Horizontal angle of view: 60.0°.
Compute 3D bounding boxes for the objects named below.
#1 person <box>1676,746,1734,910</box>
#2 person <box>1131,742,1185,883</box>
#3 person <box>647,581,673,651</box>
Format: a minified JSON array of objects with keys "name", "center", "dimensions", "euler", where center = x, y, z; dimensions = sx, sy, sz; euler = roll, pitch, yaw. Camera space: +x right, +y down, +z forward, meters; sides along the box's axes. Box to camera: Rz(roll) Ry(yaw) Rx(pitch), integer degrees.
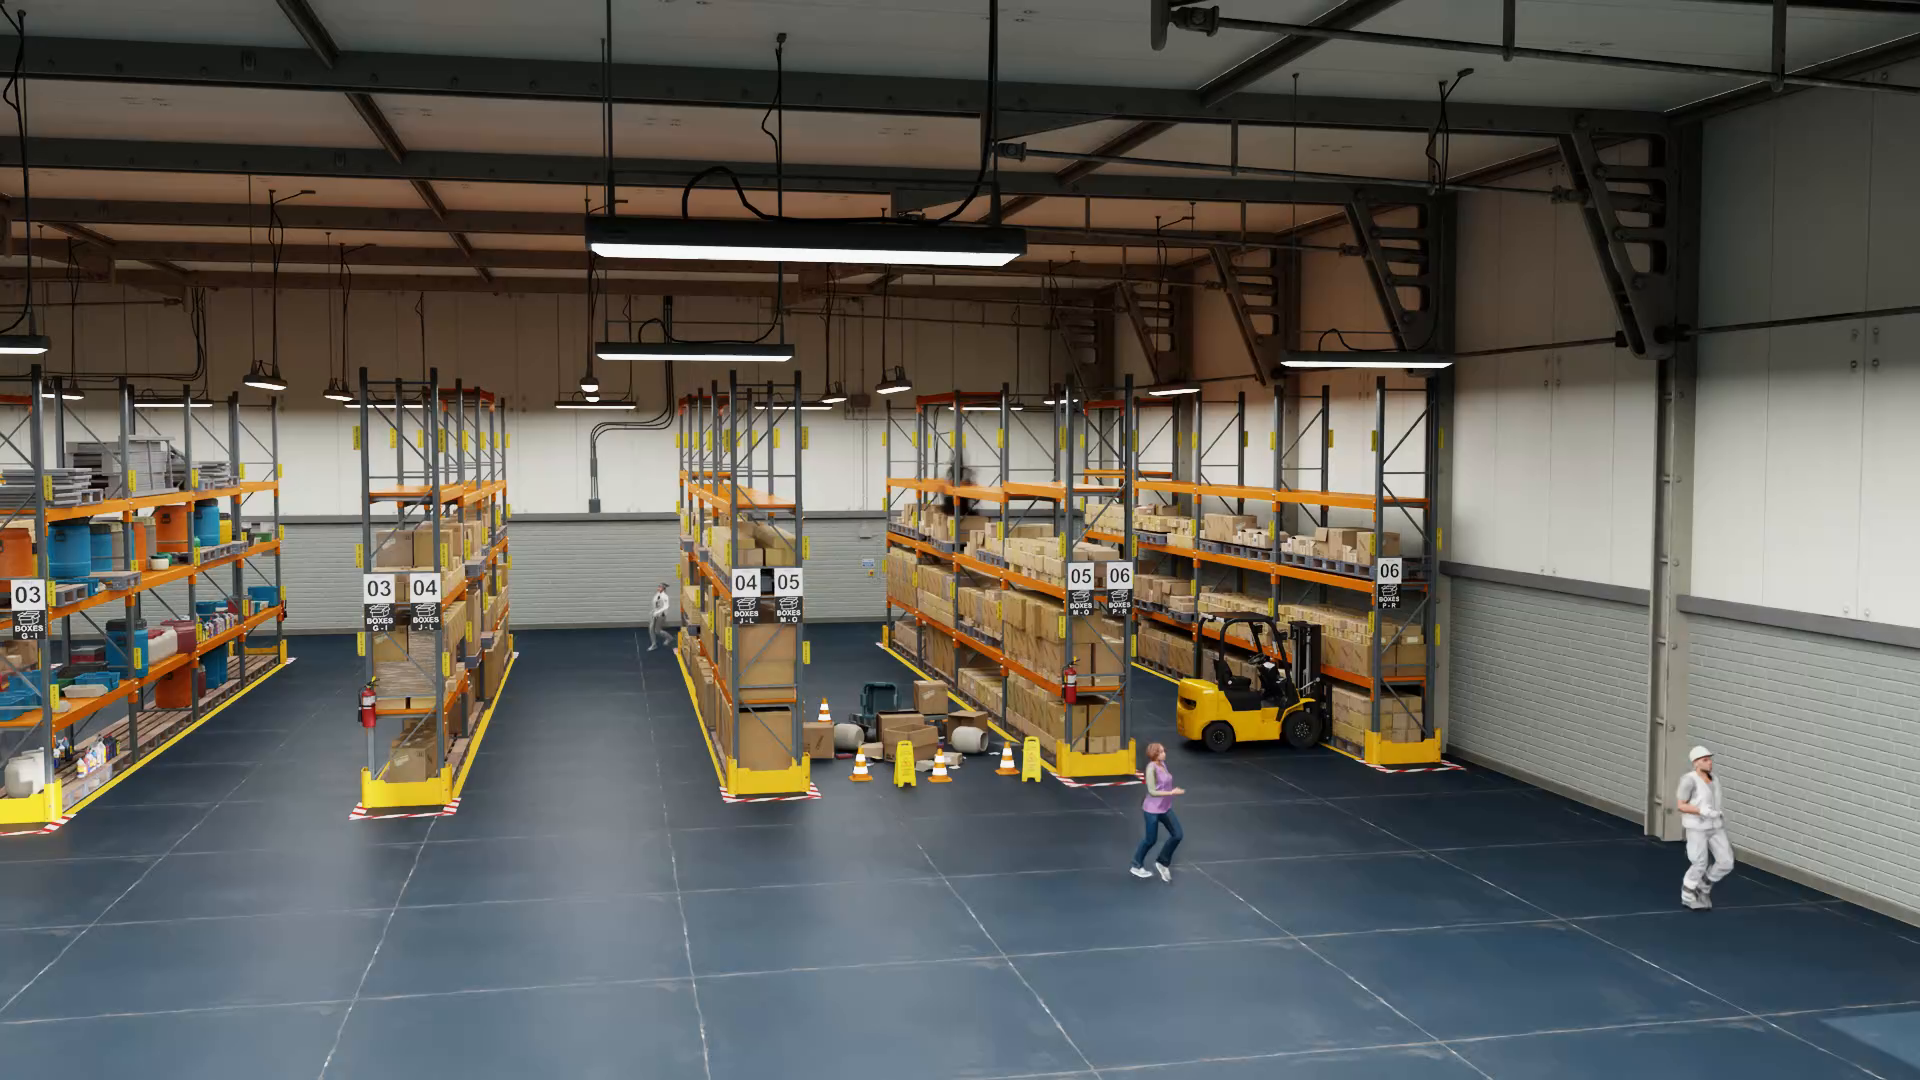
[{"name":"person","center":[7.907,3.066,17.572],"dimensions":[0.639,1.759,0.612],"euler":[-1,4,-20]},{"name":"person","center":[2.247,3.081,18.819],"dimensions":[0.672,1.611,0.508],"euler":[3,4,37]},{"name":"person","center":[-7.143,1.813,39.900],"dimensions":[0.655,1.673,0.658],"euler":[-3,5,-41]}]
